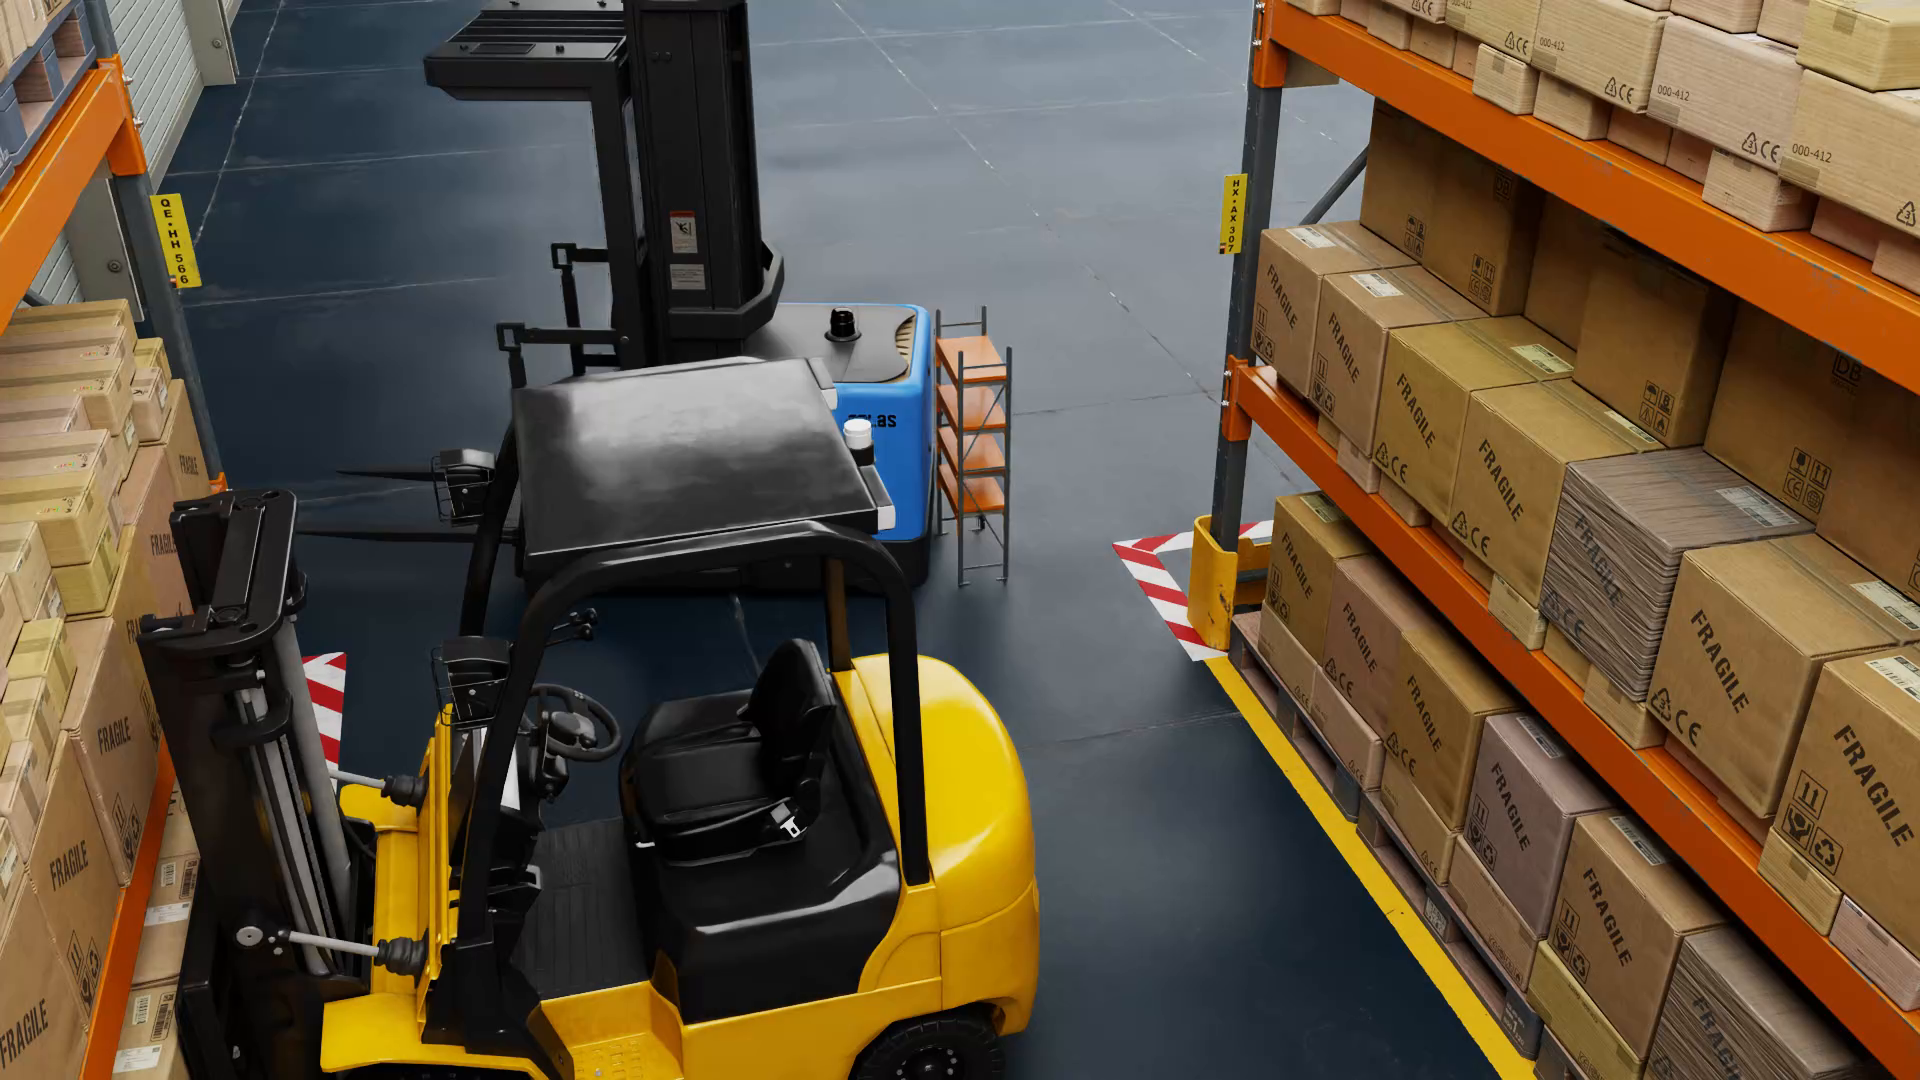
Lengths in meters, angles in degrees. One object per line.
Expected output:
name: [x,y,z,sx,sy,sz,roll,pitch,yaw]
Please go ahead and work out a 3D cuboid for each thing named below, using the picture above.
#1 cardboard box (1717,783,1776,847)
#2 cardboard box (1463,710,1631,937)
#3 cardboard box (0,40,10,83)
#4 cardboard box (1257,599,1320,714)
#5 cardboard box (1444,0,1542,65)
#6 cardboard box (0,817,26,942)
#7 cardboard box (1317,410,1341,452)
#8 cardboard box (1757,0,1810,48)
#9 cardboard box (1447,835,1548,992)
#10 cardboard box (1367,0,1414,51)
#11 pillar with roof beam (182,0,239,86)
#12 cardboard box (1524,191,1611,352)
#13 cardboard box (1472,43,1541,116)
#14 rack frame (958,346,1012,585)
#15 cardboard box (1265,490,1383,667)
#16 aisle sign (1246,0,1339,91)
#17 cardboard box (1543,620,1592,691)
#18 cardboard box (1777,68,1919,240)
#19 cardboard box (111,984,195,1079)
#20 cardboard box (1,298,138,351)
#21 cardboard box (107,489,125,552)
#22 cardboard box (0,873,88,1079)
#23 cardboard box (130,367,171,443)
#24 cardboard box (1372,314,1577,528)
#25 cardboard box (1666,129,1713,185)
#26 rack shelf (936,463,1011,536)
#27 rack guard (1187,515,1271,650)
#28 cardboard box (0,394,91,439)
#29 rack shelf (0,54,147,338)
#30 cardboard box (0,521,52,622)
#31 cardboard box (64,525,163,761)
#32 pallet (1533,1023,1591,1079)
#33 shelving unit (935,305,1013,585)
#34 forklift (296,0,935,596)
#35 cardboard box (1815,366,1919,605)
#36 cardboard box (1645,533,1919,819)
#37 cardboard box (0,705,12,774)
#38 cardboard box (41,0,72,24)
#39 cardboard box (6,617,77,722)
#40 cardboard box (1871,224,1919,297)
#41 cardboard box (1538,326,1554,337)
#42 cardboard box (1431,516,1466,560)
cardboard box: [2.232,0.674,4.343,0.380,0.149,0.250,-8,31,-13]
cardboard box: [1.989,0.877,5.317,0.500,0.500,0.500,-6,31,-11]
cardboard box: [-2.641,-1.212,3.736,0.700,0.500,0.500,-8,31,-13]
cardboard box: [1.563,0.438,6.824,0.500,0.250,0.500,-8,31,-14]
cardboard box: [1.778,-1.589,4.860,0.500,0.250,0.500,-7,31,-12]
cardboard box: [-2.098,0.708,3.285,0.380,0.149,0.250,-7,31,-12]
cardboard box: [1.580,-0.437,6.262,0.380,0.149,0.250,-9,31,-15]
cardboard box: [2.092,-1.224,3.831,0.380,0.149,0.250,-8,31,-14]
cardboard box: [1.980,1.192,5.522,0.500,0.250,0.500,-7,31,-13]
cardboard box: [1.584,-1.735,5.510,0.380,0.149,0.250,-7,31,-12]
pillar with roof beam: [-2.887,-8.843,14.545,9.100,9.000,0.400,-8,31,-13]
cardboard box: [2.324,-0.905,5.425,0.700,0.500,0.500,-8,31,-14]
cardboard box: [1.738,-1.359,4.860,0.380,0.149,0.250,-7,31,-13]
rack frame: [0.111,-0.320,7.605,0.240,1.200,0.015,-6,31,-11]
cardboard box: [1.570,0.125,6.617,0.500,0.500,0.500,-9,31,-15]
aisle sign: [1.301,-2.110,6.306,0.394,0.787,0.004,-8,31,-13]
cardboard box: [1.987,0.312,4.968,0.380,0.149,0.250,-8,31,-14]
cardboard box: [2.166,-0.848,3.579,0.500,0.250,0.500,-8,31,-14]
cardboard box: [-2.202,1.410,4.147,0.500,0.250,0.500,-7,31,-12]
cardboard box: [-2.870,-0.642,5.321,0.380,0.149,0.250,-8,31,-13]
cardboard box: [-2.529,-0.032,4.563,0.380,0.149,0.250,-9,31,-15]
cardboard box: [-2.127,1.056,3.332,0.500,0.500,0.500,-7,31,-12]
cardboard box: [-2.710,-0.409,5.215,0.380,0.149,0.250,-7,31,-12]
cardboard box: [1.751,-0.407,5.562,0.500,0.500,0.500,-8,31,-14]
cardboard box: [2.053,-1.001,4.242,0.380,0.149,0.250,-7,31,-12]
rack shelf: [0.058,-0.210,7.945,0.258,0.148,0.480,-6,31,-11]
rack guard: [1.636,0.122,7.540,1.175,0.500,0.348,-8,31,-13]
cardboard box: [-2.685,-0.275,4.686,0.380,0.149,0.250,-8,31,-13]
rack shelf: [-2.638,-0.356,3.594,1.077,0.370,4.000,-8,31,-13]
cardboard box: [-2.458,0.098,4.043,0.380,0.149,0.250,-7,31,-13]
cardboard box: [-2.520,0.324,4.596,0.500,0.500,0.500,-8,31,-14]
pallet: [2.465,1.823,4.890,1.003,0.211,1.213,-8,31,-13]
shelving unit: [0.058,-0.440,7.812,0.258,1.200,0.503,-6,31,-11]
forklift: [-1.656,-1.270,7.518,3.031,2.935,1.130,1,30,1]
cardboard box: [2.656,-0.160,4.138,0.700,0.500,0.500,-8,31,-13]
cardboard box: [2.177,0.334,4.282,0.500,0.500,0.500,-7,31,-12]
cardboard box: [-2.203,0.455,3.425,0.380,0.149,0.250,-8,31,-14]
cardboard box: [-2.816,-1.720,4.614,0.500,0.500,0.500,-7,31,-12]
cardboard box: [-2.329,0.335,3.930,0.380,0.149,0.250,-8,31,-14]
cardboard box: [2.227,-0.620,3.583,0.380,0.149,0.250,-8,31,-13]
cardboard box: [2.284,-0.458,5.651,0.500,0.500,0.500,-8,31,-13]
cardboard box: [1.832,-0.068,5.624,0.380,0.149,0.250,-7,31,-12]
